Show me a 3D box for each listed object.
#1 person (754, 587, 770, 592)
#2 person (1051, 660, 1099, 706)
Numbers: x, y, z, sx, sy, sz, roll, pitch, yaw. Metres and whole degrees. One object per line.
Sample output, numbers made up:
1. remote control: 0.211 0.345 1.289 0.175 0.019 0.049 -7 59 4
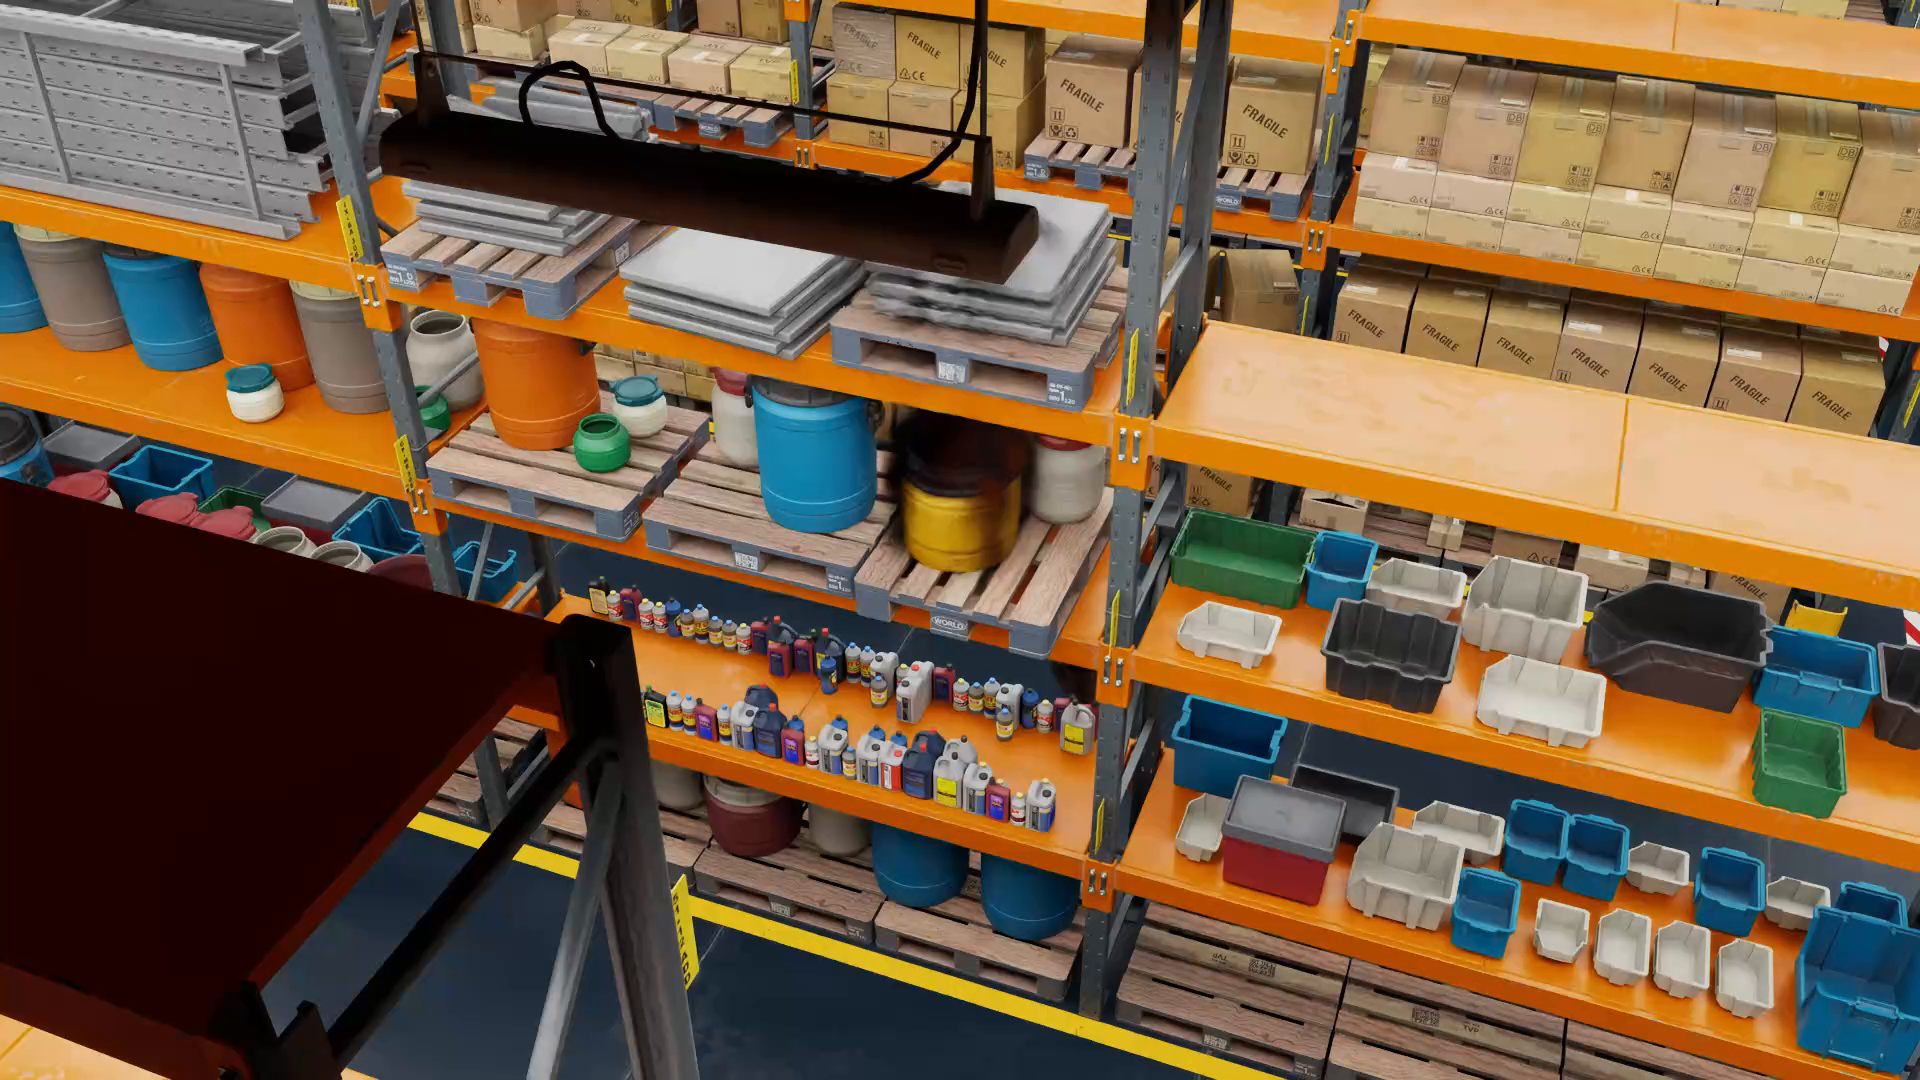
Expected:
1. person: -1.180 -0.354 12.415 0.981 1.737 0.714 7 37 9
2. person: 0.811 0.746 11.005 0.781 1.667 0.704 22 42 27
